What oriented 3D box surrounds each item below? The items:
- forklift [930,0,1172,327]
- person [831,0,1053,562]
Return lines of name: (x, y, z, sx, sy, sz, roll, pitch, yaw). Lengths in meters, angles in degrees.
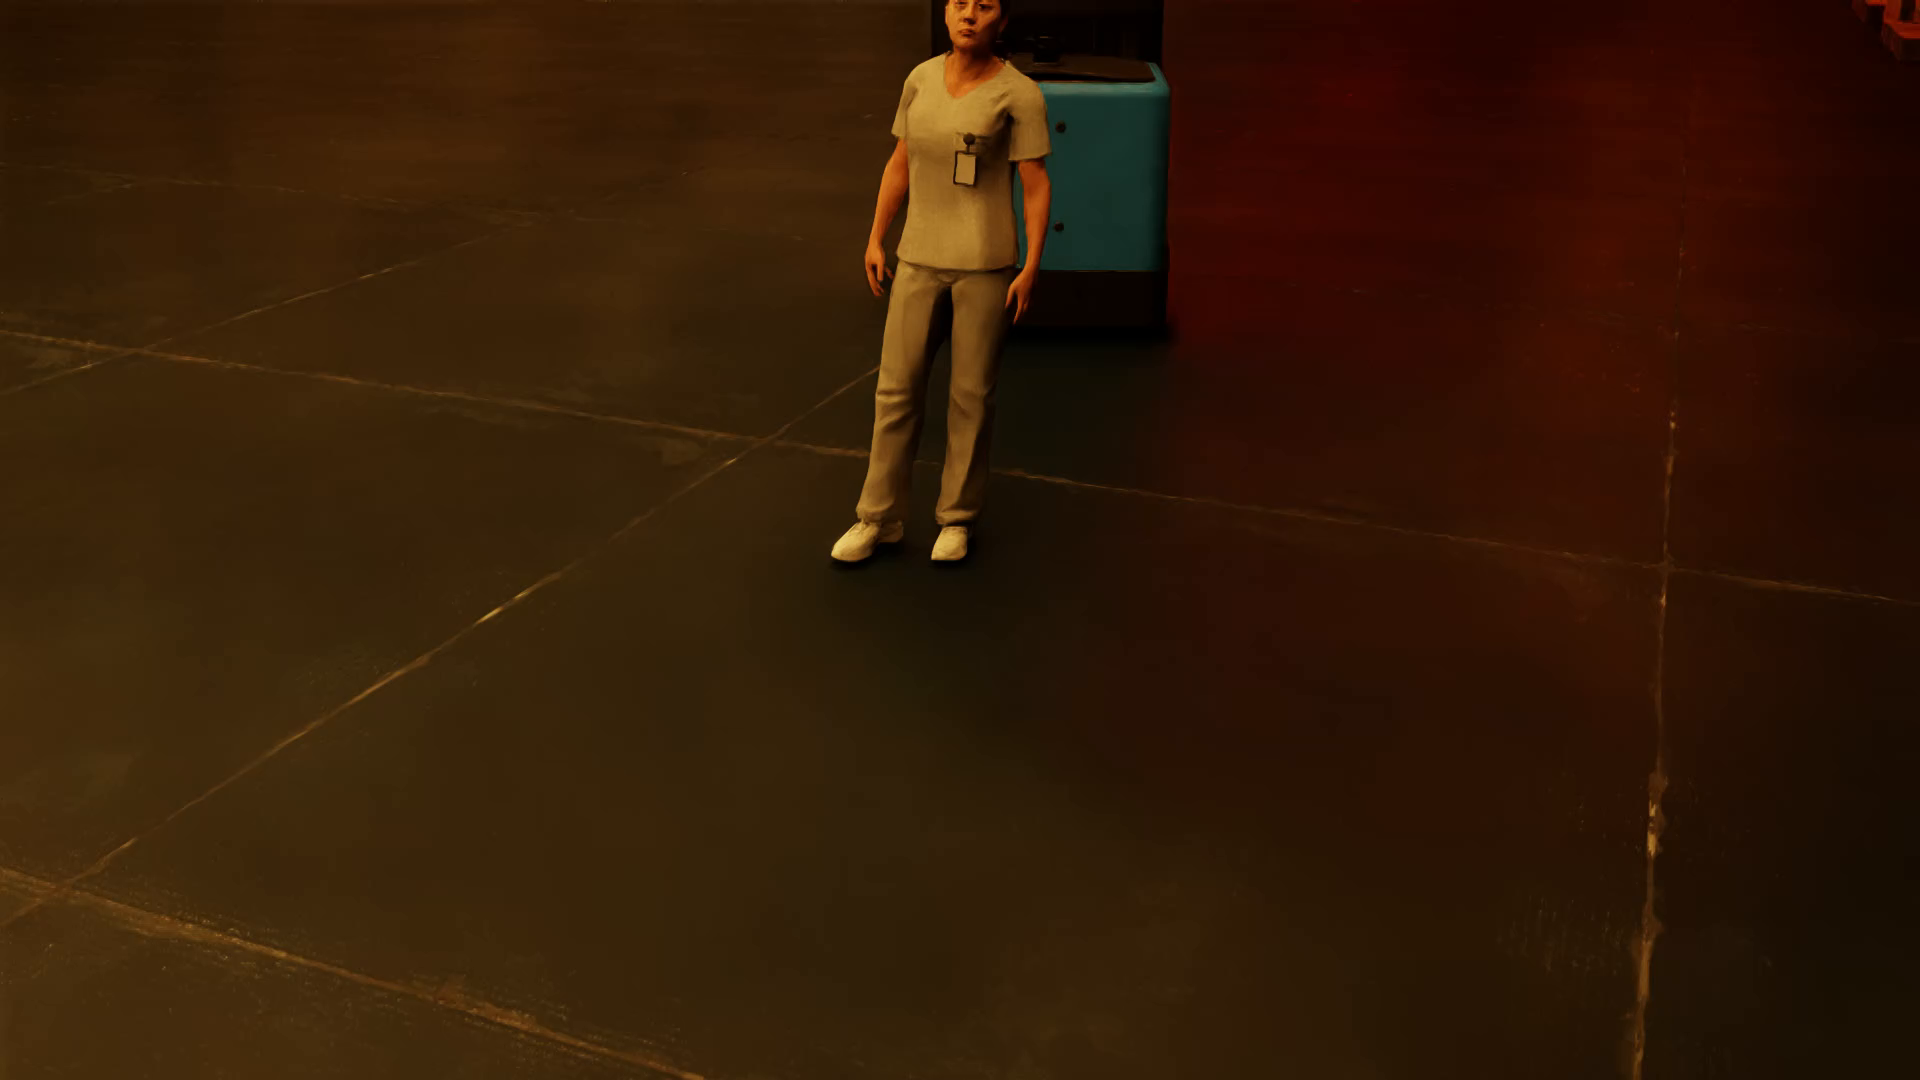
forklift: (0.416, -2.782, 7.948, 1.130, 2.935, 3.031, 1, 23, 2)
person: (-0.040, -0.748, 4.712, 0.550, 1.658, 0.548, 9, 24, 21)
